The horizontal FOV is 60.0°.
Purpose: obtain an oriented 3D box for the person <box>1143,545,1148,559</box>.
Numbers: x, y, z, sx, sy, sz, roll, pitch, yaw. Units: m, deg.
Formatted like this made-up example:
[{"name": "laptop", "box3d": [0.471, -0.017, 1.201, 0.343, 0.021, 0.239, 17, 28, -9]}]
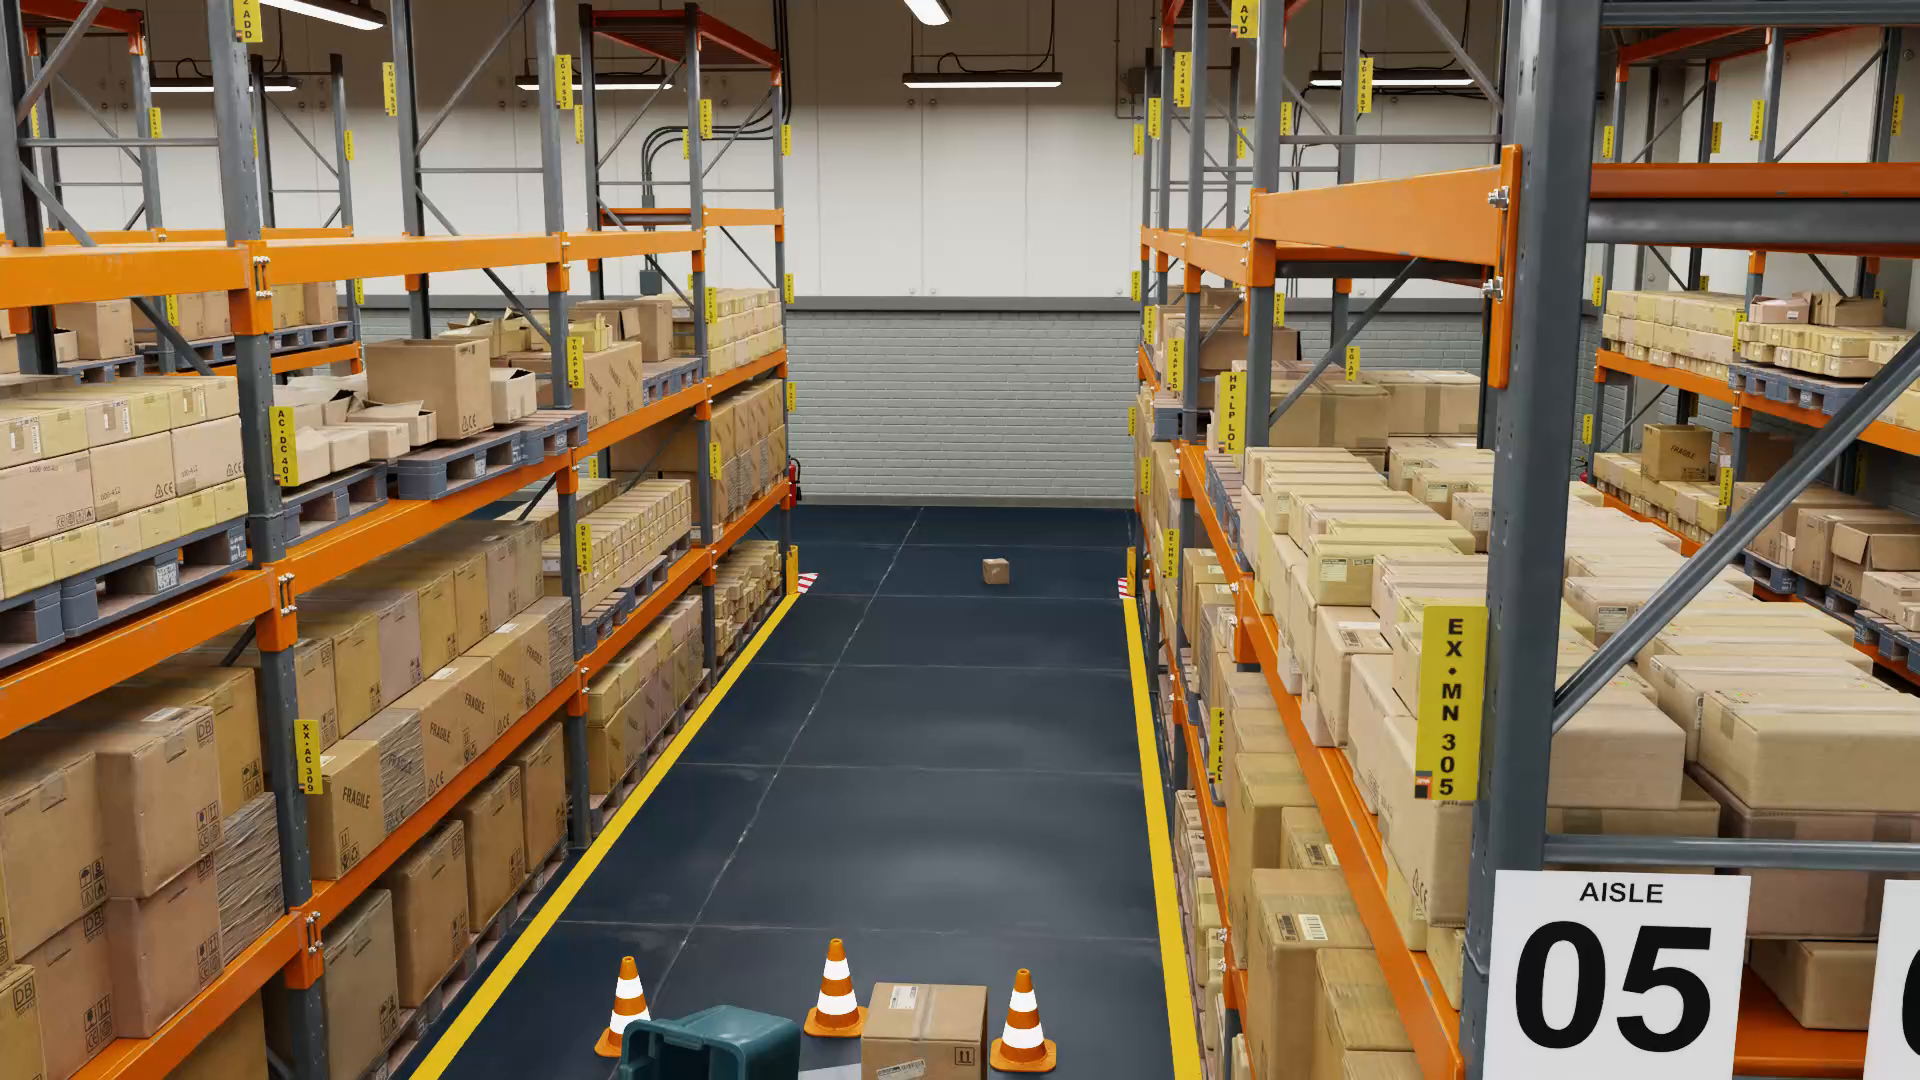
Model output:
[{"name": "person", "box3d": [2.432, -0.372, 19.882, 0.550, 1.638, 0.452, -2, 11, -9]}]
